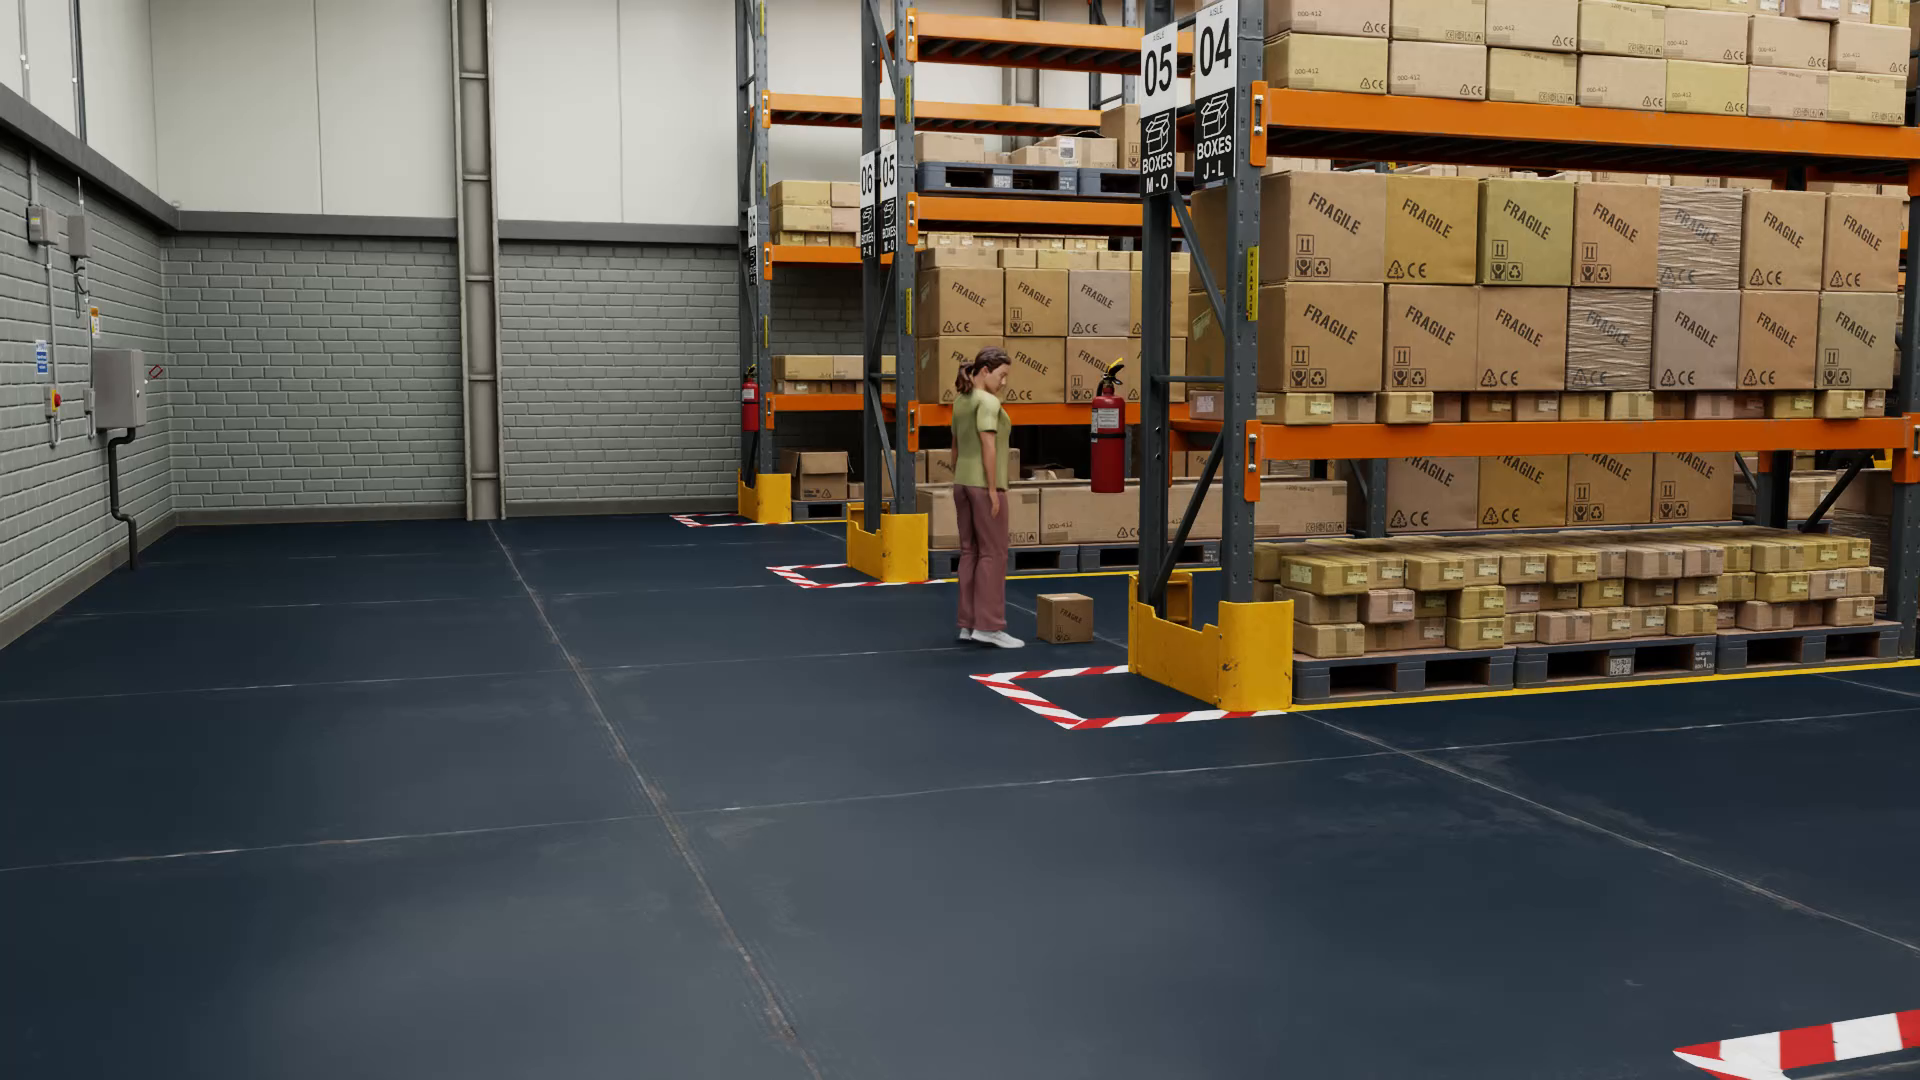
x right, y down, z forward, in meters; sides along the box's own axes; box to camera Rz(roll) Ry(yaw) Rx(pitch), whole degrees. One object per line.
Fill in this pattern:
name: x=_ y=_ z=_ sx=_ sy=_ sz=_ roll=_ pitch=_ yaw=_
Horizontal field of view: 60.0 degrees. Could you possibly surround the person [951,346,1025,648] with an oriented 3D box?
person: x=0.114 y=-0.244 z=9.425 sx=0.334 sy=1.706 sz=0.534 roll=-4 pitch=7 yaw=-34
